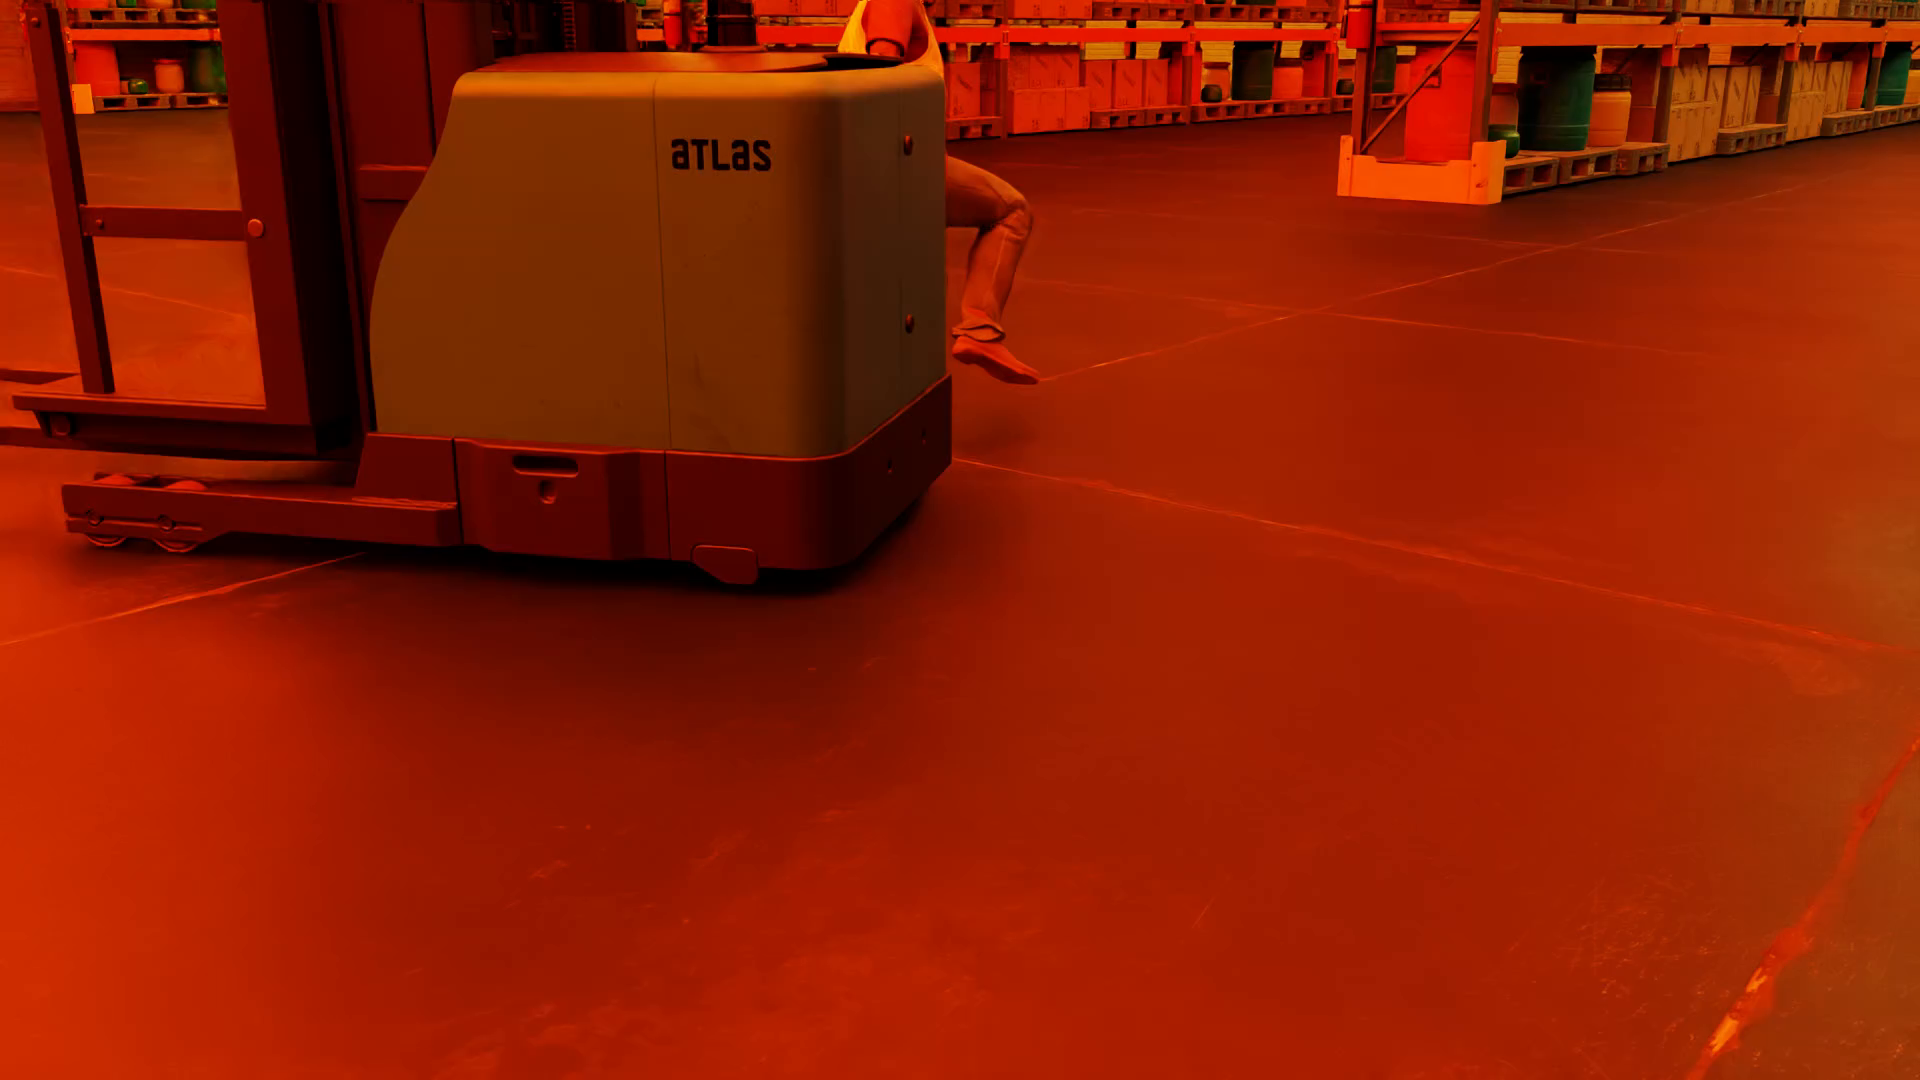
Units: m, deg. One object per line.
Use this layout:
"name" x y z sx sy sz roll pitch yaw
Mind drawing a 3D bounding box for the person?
"person" -0.094 -1.199 5.344 0.705 1.527 0.832 -10 19 -29

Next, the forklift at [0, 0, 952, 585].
"forklift" -1.596 -1.516 3.889 3.031 2.935 1.130 4 17 13
